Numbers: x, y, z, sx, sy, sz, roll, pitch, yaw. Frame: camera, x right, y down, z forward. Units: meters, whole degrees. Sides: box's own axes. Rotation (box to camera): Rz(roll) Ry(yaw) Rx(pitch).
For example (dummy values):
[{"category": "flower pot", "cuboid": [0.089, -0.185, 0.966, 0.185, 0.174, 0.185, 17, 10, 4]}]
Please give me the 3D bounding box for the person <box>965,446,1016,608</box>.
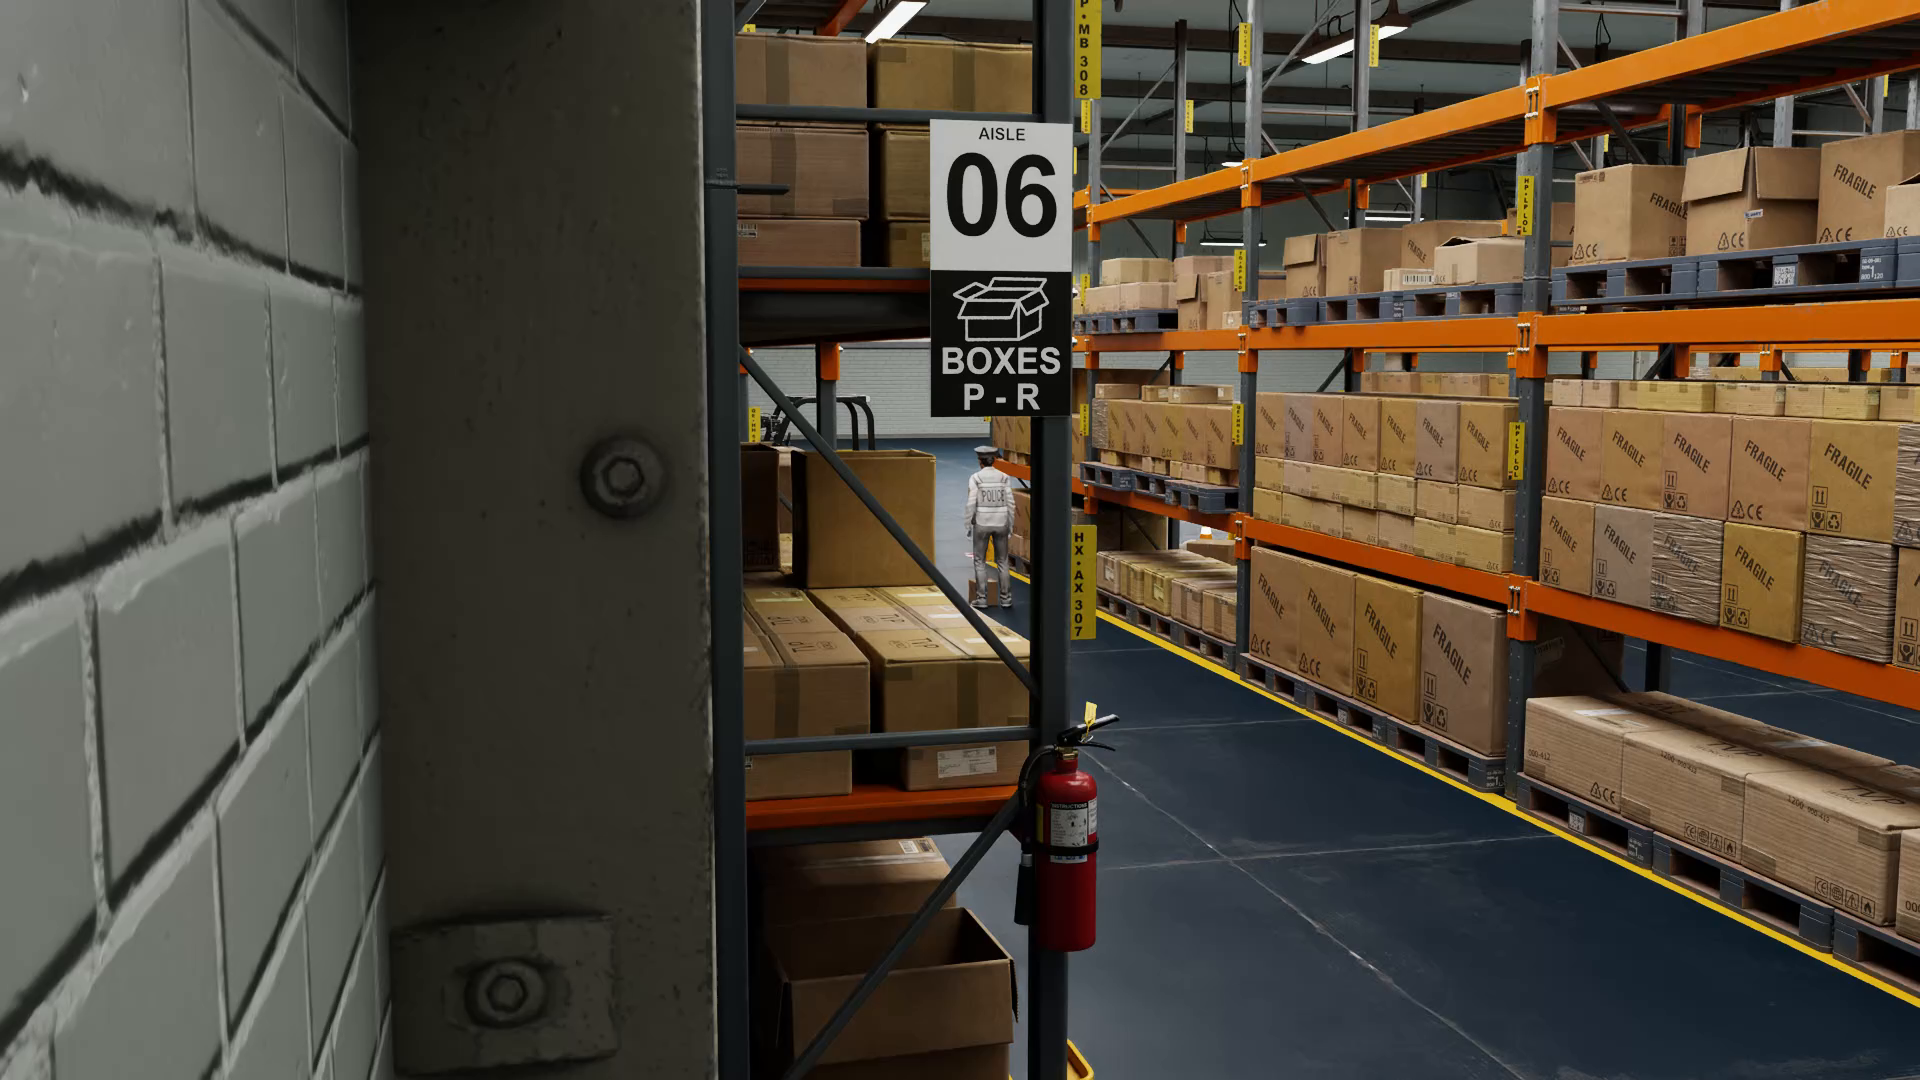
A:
[{"category": "person", "cuboid": [0.307, -0.129, 17.152, 0.535, 1.663, 0.378, -2, 6, -14]}]
